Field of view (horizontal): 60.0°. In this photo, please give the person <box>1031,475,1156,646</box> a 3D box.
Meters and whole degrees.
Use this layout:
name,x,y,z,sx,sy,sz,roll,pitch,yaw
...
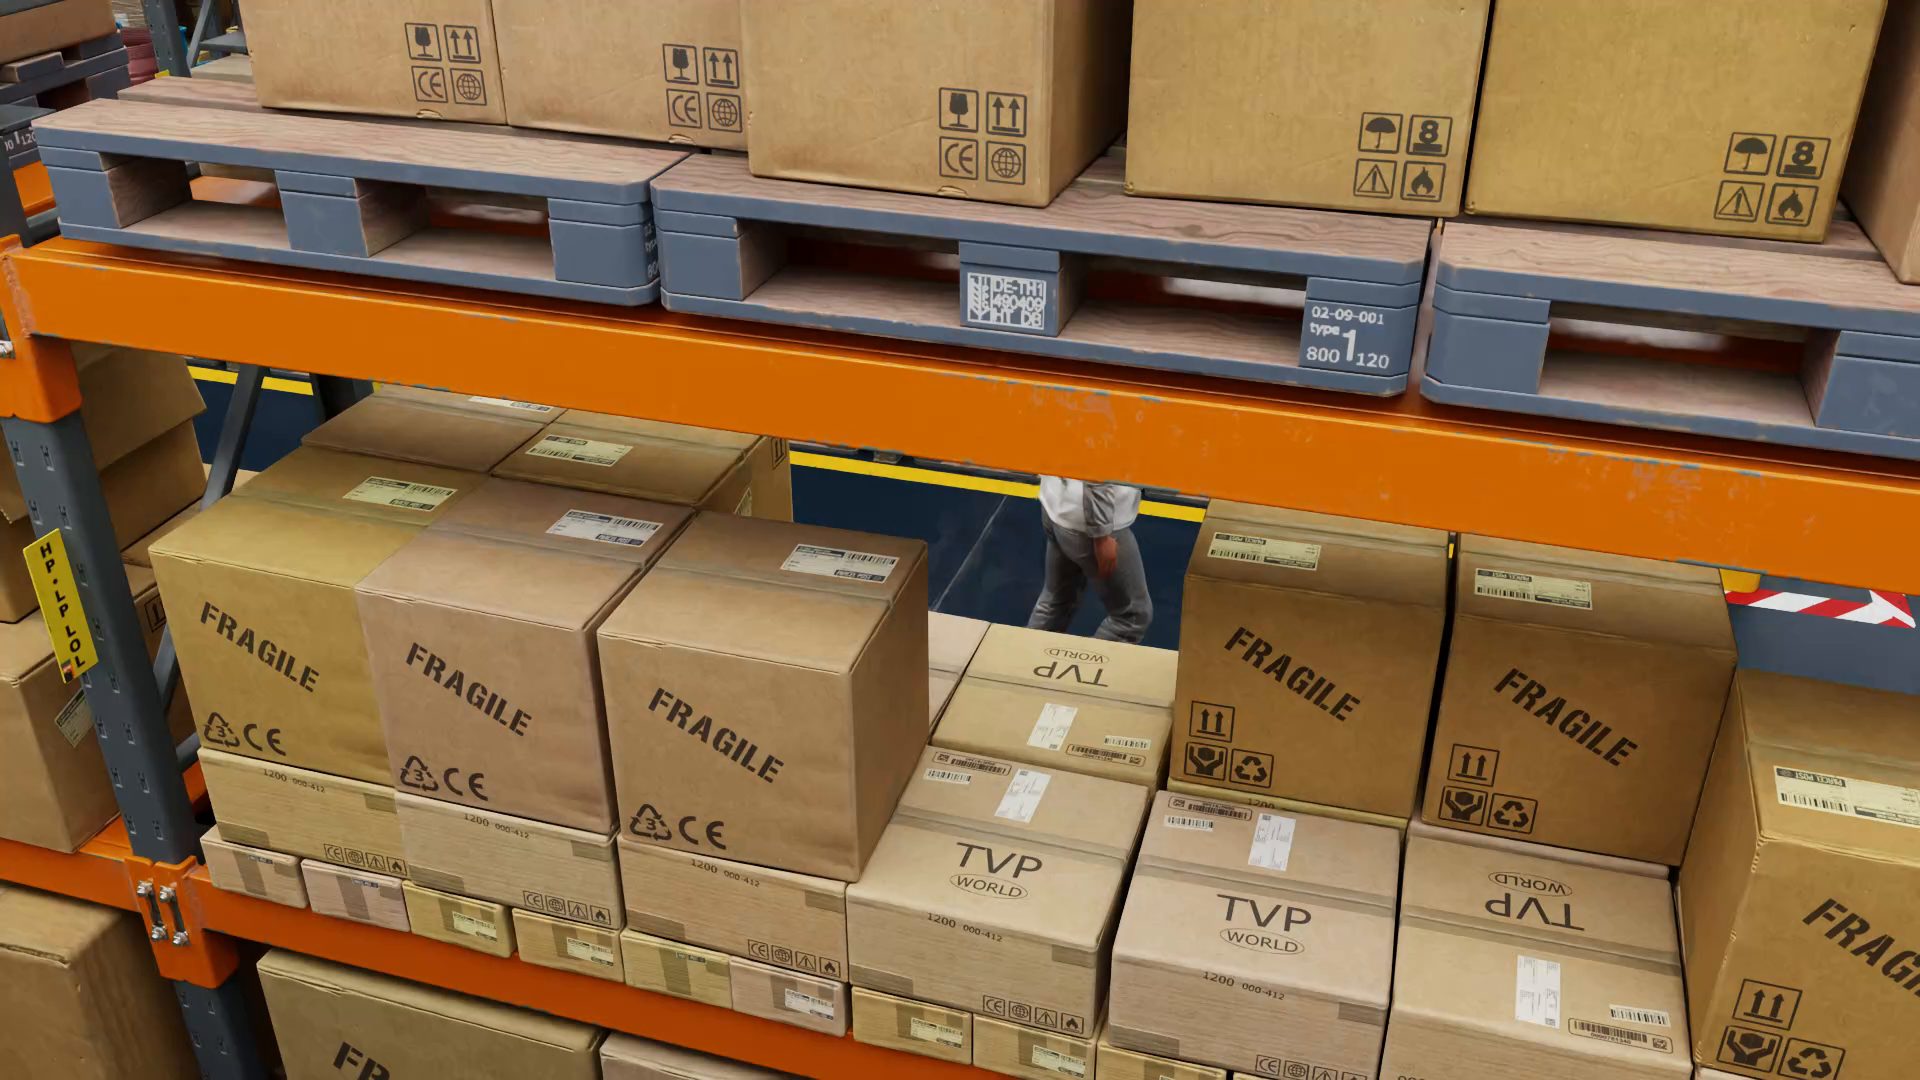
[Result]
name,x,y,z,sx,sy,sz,roll,pitch,yaw
person,0.485,-0.116,6.265,0.507,1.763,0.559,-5,29,-10
